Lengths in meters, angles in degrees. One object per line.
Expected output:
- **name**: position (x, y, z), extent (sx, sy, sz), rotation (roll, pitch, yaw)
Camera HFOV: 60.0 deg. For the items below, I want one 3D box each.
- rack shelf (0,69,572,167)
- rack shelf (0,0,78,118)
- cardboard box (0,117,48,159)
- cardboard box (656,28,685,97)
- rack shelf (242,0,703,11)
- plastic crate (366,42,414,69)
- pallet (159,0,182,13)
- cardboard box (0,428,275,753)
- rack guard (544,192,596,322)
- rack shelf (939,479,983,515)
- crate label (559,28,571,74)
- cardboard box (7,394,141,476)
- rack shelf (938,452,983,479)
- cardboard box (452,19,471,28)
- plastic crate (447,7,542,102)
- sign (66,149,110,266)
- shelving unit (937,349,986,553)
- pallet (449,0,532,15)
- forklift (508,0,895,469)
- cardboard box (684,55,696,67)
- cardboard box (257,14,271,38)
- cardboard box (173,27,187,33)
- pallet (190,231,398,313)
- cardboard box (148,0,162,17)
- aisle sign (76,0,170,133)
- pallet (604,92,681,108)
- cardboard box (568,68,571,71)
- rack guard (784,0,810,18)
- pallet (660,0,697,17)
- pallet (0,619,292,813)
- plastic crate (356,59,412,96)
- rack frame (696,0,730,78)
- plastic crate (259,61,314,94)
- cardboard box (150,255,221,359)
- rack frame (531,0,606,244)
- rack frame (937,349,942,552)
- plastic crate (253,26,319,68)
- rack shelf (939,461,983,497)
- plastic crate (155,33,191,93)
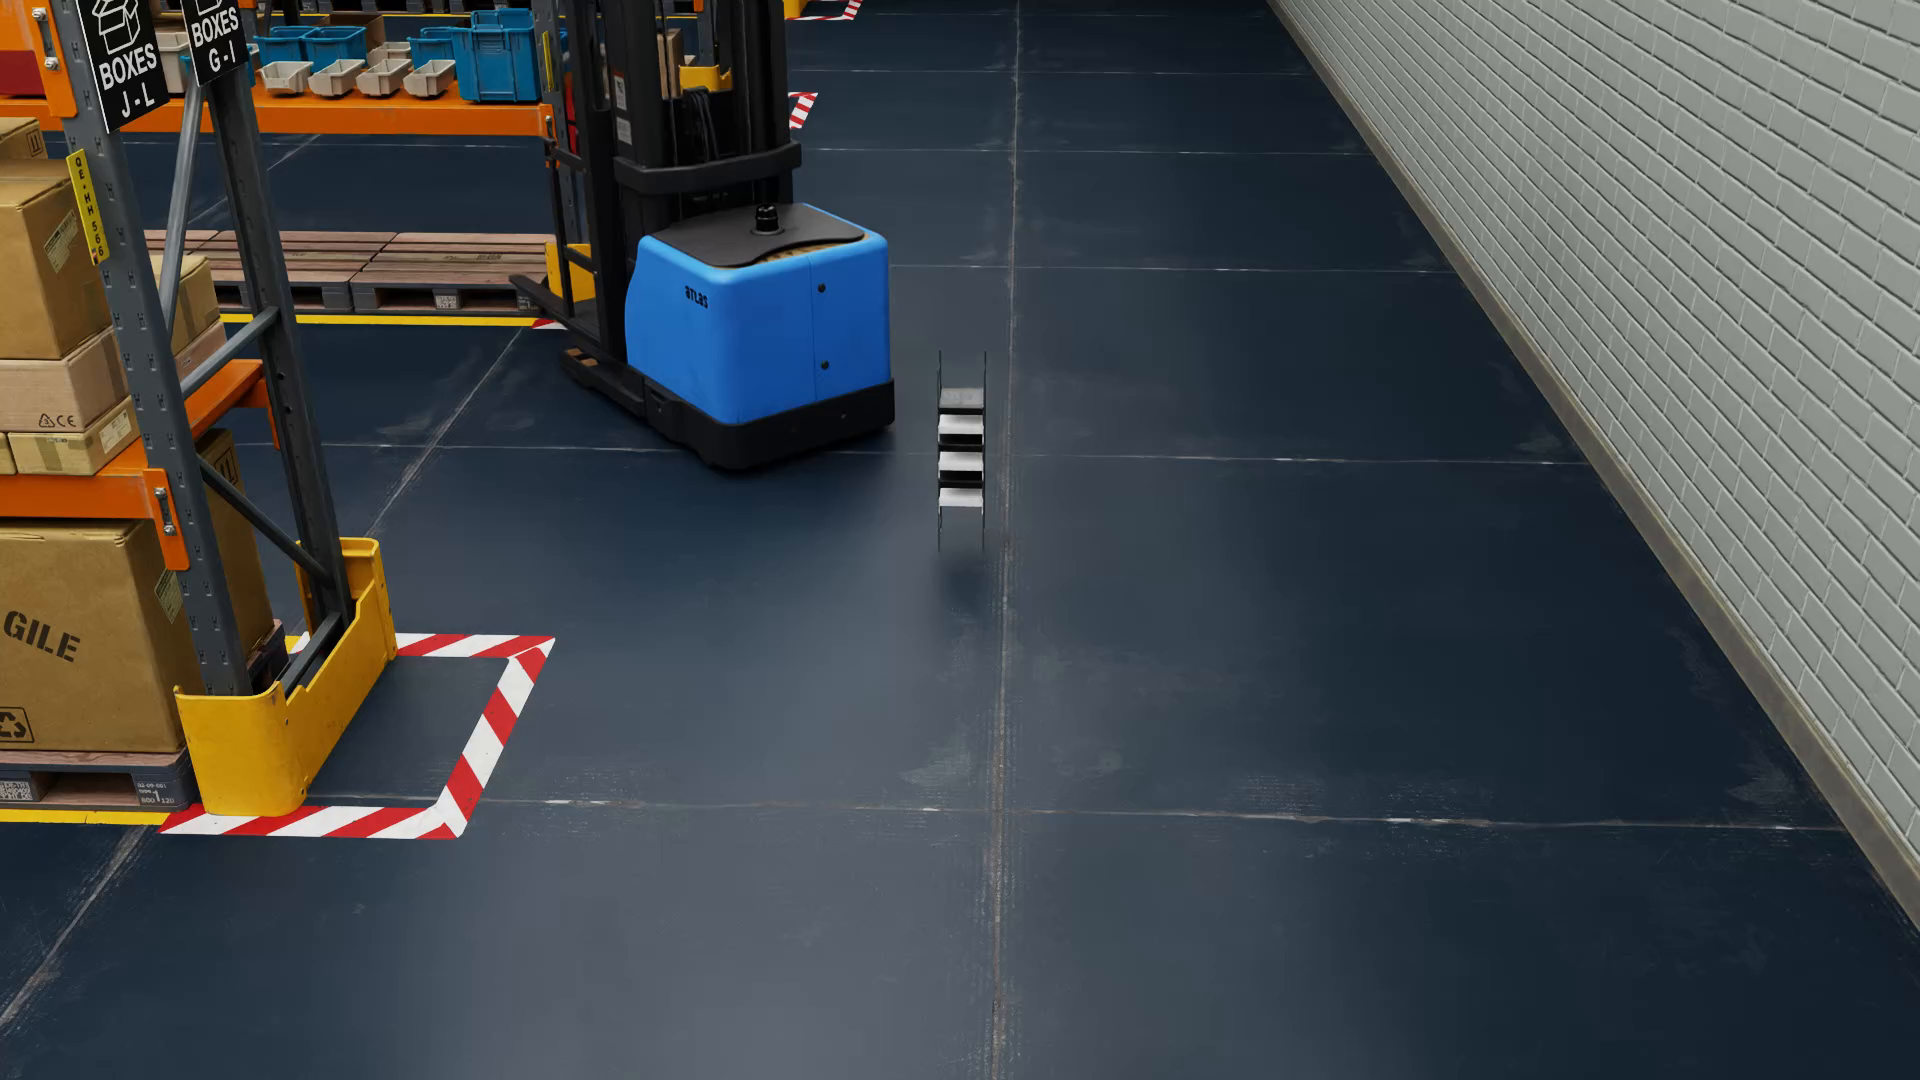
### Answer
- **rack shelf**: position (-4.362, -2.653, 10.320), extent (4.000, 0.370, 1.077), rotation (1, 28, 2)
- **rack shelf**: position (-4.537, -1.660, 5.244), extent (4.000, 0.370, 1.077), rotation (1, 28, 2)
- **cardboard box**: position (-3.508, -1.158, 5.774), extent (0.500, 0.500, 0.500), rotation (0, 28, 1)
- **cardboard box**: position (-2.737, -4.240, 14.744), extent (0.500, 0.500, 0.500), rotation (1, 28, 2)
- **rack shelf**: position (-4.184, -4.971, 14.693), extent (4.000, 0.370, 1.077), rotation (1, 28, 2)
- **plastic crate**: position (-3.594, -3.061, 10.539), extent (0.298, 0.136, 0.250), rotation (1, 28, 2)
- **pallet**: position (-9.224, -6.427, 19.648), extent (1.213, 0.211, 1.003), rotation (1, 28, 2)
- **cardboard box**: position (-3.181, 0.161, 6.064), extent (0.875, 0.875, 0.875), rotation (1, 28, 2)
- **rack guard**: position (-2.339, -1.839, 10.685), extent (0.348, 0.500, 1.175), rotation (1, 28, 2)
- **rack shelf**: position (0.008, -0.209, 7.639), extent (0.200, 0.077, 0.258), rotation (1, 28, 2)
- **crate label**: position (-2.599, -3.048, 10.412), extent (0.303, 0.233, 0.416), rotation (1, 28, 2)
- **cardboard box**: position (-2.906, -0.360, 5.495), extent (0.250, 0.149, 0.380), rotation (1, 28, 3)
- **rack shelf**: position (0.008, -0.368, 7.555), extent (0.200, 0.077, 0.258), rotation (1, 28, 2)
- **cardboard box**: position (-4.305, -4.385, 15.015), extent (0.637, 0.503, 0.797), rotation (1, 28, 2)
- **plastic crate**: position (-2.705, -2.898, 9.912), extent (0.499, 0.435, 0.616), rotation (1, 28, 2)
- **sign**: position (-2.571, -0.982, 4.910), extent (0.005, 0.325, 0.100), rotation (1, 28, 2)
- **shelving unit**: position (0.008, -0.397, 7.539), extent (0.210, 0.900, 0.258), rotation (1, 28, 2)
- **pallet**: position (-5.254, -6.360, 19.522), extent (1.213, 0.211, 1.003), rotation (1, 28, 2)
- **forklift**: position (-1.638, -2.274, 8.911), extent (1.130, 2.935, 3.031), rotation (-20, 34, -32)
- **cardboard box**: position (-2.591, -4.359, 15.344), extent (0.250, 0.149, 0.380), rotation (1, 28, 2)
- **cardboard box**: position (-6.657, -4.534, 15.300), extent (0.500, 0.500, 0.500), rotation (0, 28, -1)
- **cardboard box**: position (-6.686, -4.286, 14.832), extent (0.500, 0.500, 0.500), rotation (1, 28, 2)
- **pallet**: position (-4.402, -1.759, 10.842), extent (1.213, 0.211, 1.003), rotation (1, 28, 2)
- **cardboard box**: position (-7.657, -4.882, 15.155), extent (0.500, 0.250, 0.500), rotation (1, 28, 2)
- **aisle sign**: position (-2.477, -1.626, 4.839), extent (0.004, 0.787, 0.394), rotation (1, 28, 2)
- **pallet**: position (-3.058, -4.038, 15.142), extent (1.213, 0.211, 1.003), rotation (1, 28, 2)
- **cardboard box**: position (-3.686, -4.159, 14.859), extent (0.500, 0.250, 0.500), rotation (1, 28, 2)
- **rack guard**: position (-1.990, -6.470, 19.421), extent (0.348, 0.500, 1.175), rotation (1, 28, 2)
- **pallet**: position (-2.816, -6.319, 19.446), extent (1.213, 0.211, 1.003), rotation (1, 28, 2)
- **pallet**: position (-3.340, 0.636, 6.324), extent (1.213, 0.211, 1.003), rotation (1, 28, 2)
- **plastic crate**: position (-3.474, -2.788, 10.024), extent (0.243, 0.136, 0.396), rotation (1, 28, 2)
- **rack frame**: position (-2.185, -5.256, 14.463), extent (0.127, 3.000, 1.000), rotation (1, 28, 2)
- **plastic crate**: position (-4.050, -2.777, 10.004), extent (0.250, 0.136, 0.298), rotation (1, 28, 2)
- **cardboard box**: position (-3.009, -0.819, 5.934), extent (0.500, 0.250, 0.500), rotation (0, 28, 0)
- **rack frame**: position (-2.364, -2.938, 10.089), extent (0.127, 3.000, 1.000), rotation (1, 28, 2)
- **rack frame**: position (-0.093, -0.399, 7.542), extent (0.006, 0.900, 0.240), rotation (1, 28, 2)
- **plastic crate**: position (-4.215, -3.075, 10.463), extent (0.300, 0.233, 0.416), rotation (1, 28, 2)
- **rack shelf**: position (0.008, -0.288, 7.597), extent (0.200, 0.077, 0.258), rotation (1, 28, 2)
- **plastic crate**: position (-4.842, -2.866, 10.017), extent (0.530, 0.282, 0.437), rotation (1, 28, 2)
